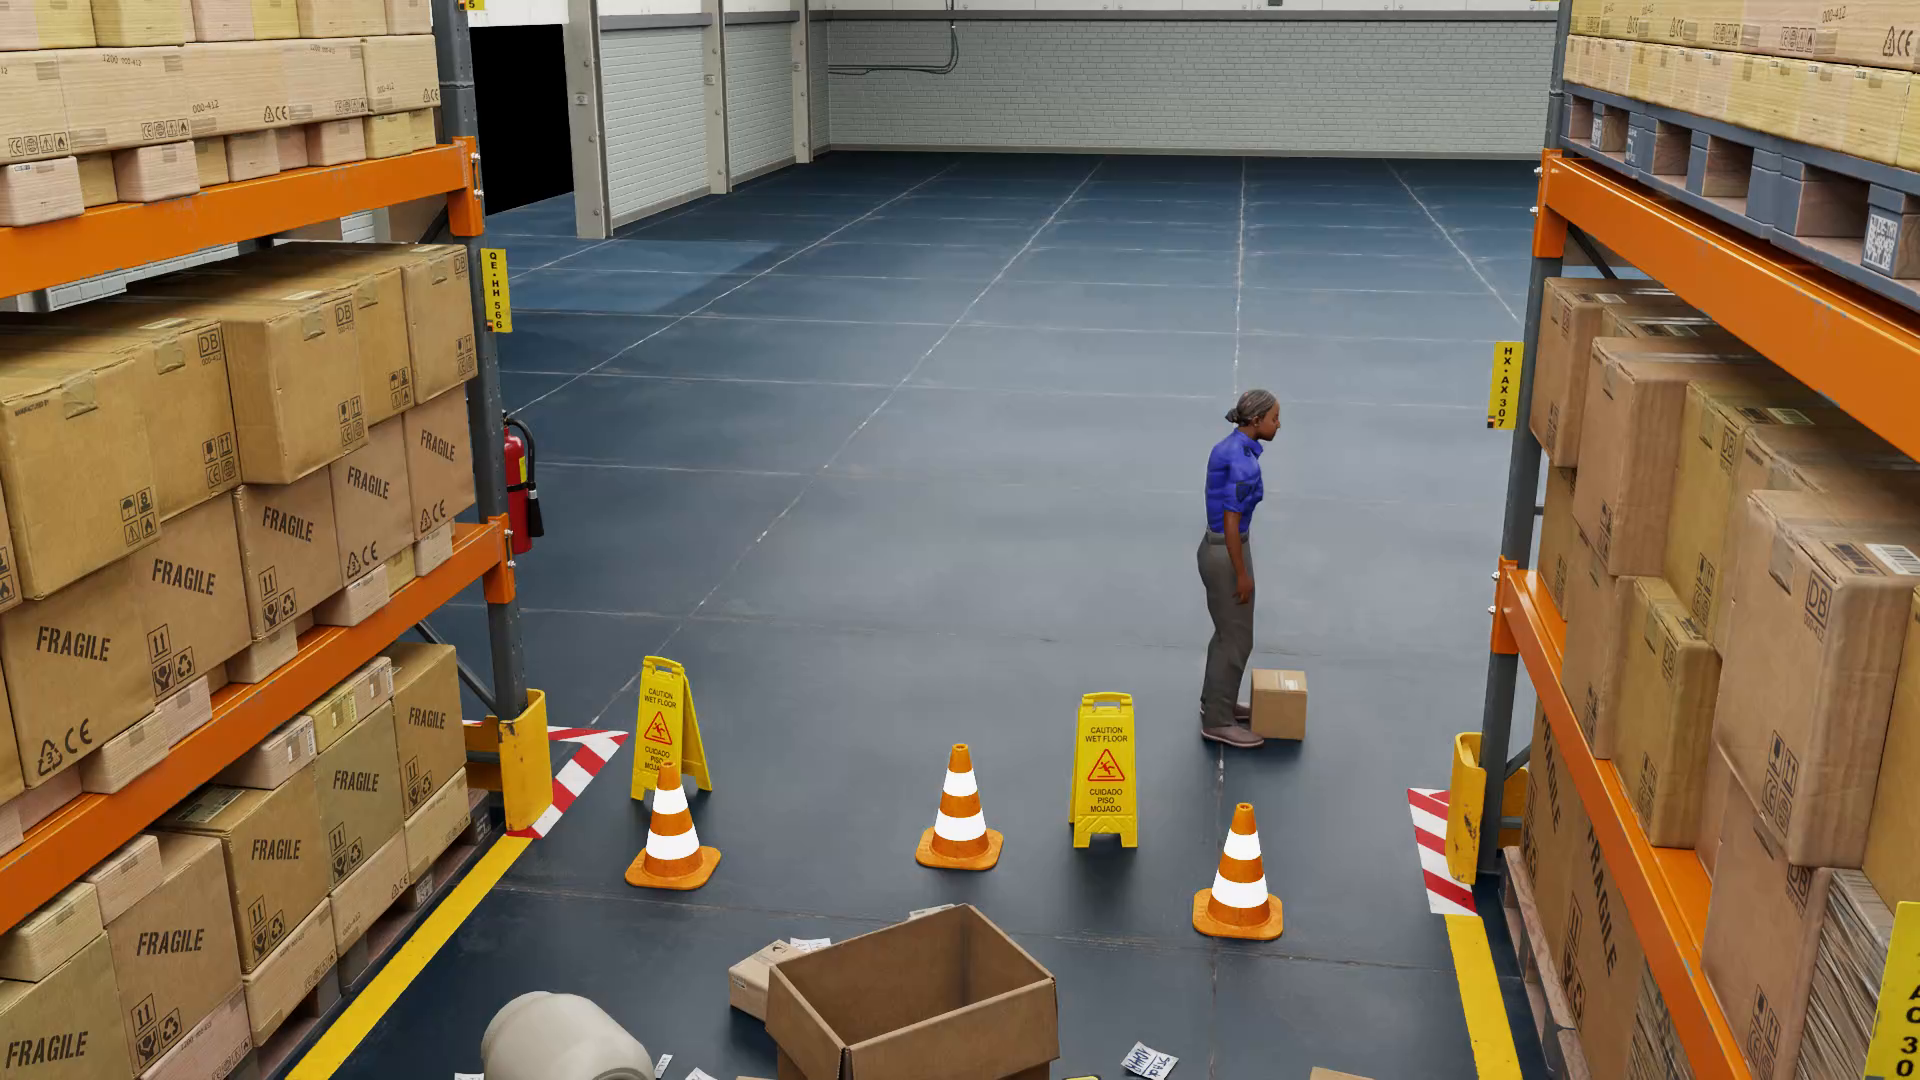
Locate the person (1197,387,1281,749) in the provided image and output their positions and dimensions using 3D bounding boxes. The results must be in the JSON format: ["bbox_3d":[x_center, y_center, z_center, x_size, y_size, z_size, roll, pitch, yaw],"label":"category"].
[{"bbox_3d":[1.281,0.106,7.739,0.352,1.654,0.530,2,18,5],"label":"person"}]
